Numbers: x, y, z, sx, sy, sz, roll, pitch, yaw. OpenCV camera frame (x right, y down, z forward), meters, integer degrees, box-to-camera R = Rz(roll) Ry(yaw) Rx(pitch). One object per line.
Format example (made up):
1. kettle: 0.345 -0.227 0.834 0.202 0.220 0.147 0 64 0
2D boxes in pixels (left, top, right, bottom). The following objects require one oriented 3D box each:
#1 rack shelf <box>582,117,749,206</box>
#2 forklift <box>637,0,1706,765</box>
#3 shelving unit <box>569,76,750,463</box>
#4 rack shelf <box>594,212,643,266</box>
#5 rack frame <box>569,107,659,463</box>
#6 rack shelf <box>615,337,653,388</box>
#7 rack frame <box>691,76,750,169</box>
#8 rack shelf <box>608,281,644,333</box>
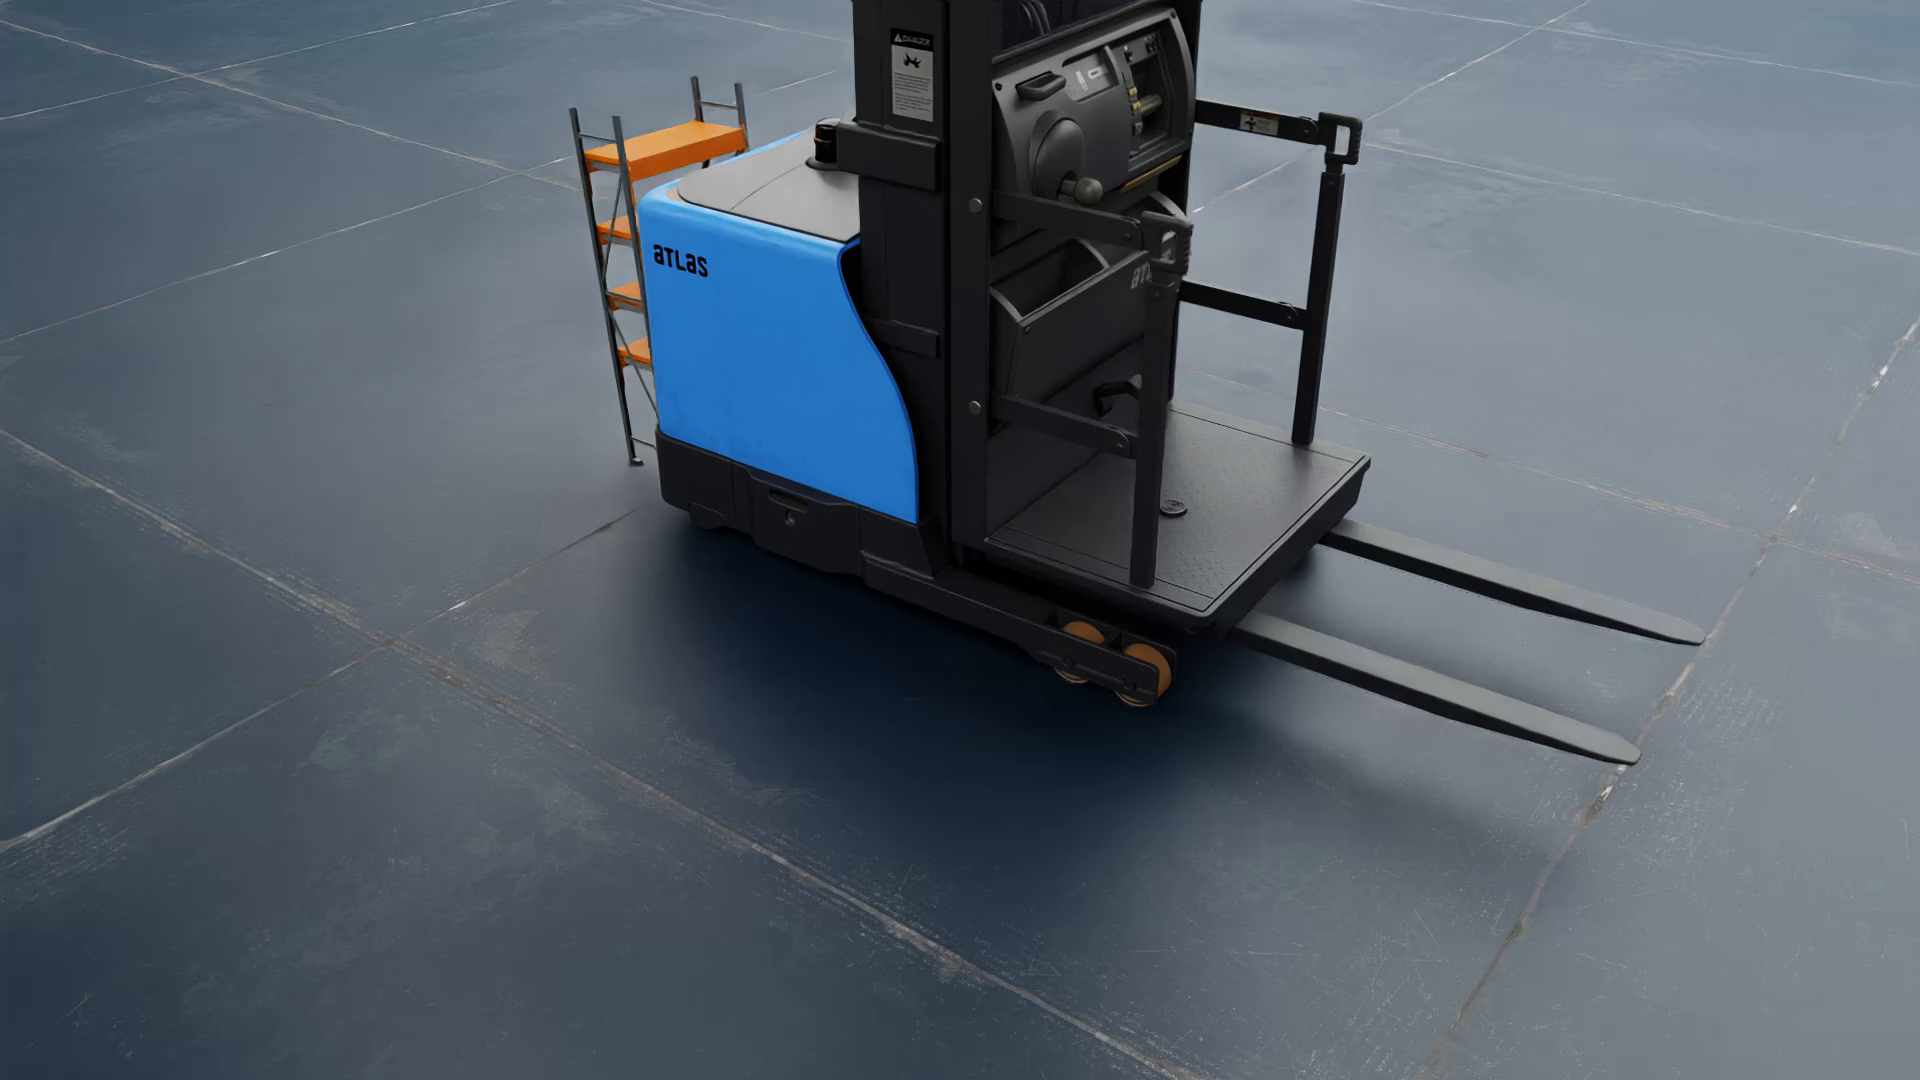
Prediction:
1. rack shelf: -0.945 -1.221 5.346 0.258 0.148 0.480 20 36 38
2. forklift: 0.538 -1.120 4.265 3.031 2.935 1.130 19 36 29
3. shelving unit: -0.919 -0.872 5.525 0.258 1.200 0.503 20 36 38
4. rack shelf: -0.929 -1.011 5.453 0.258 0.148 0.480 20 36 38
5. rack frame: -1.082 -0.780 5.369 0.240 1.200 0.015 20 36 38
6. rack shelf: -0.901 -0.636 5.646 0.258 0.148 0.480 20 36 38
7. rack frame: -0.755 -0.965 5.680 0.240 1.200 0.015 20 36 38
8. rack shelf: -0.914 -0.813 5.555 0.258 0.148 0.480 20 36 38
